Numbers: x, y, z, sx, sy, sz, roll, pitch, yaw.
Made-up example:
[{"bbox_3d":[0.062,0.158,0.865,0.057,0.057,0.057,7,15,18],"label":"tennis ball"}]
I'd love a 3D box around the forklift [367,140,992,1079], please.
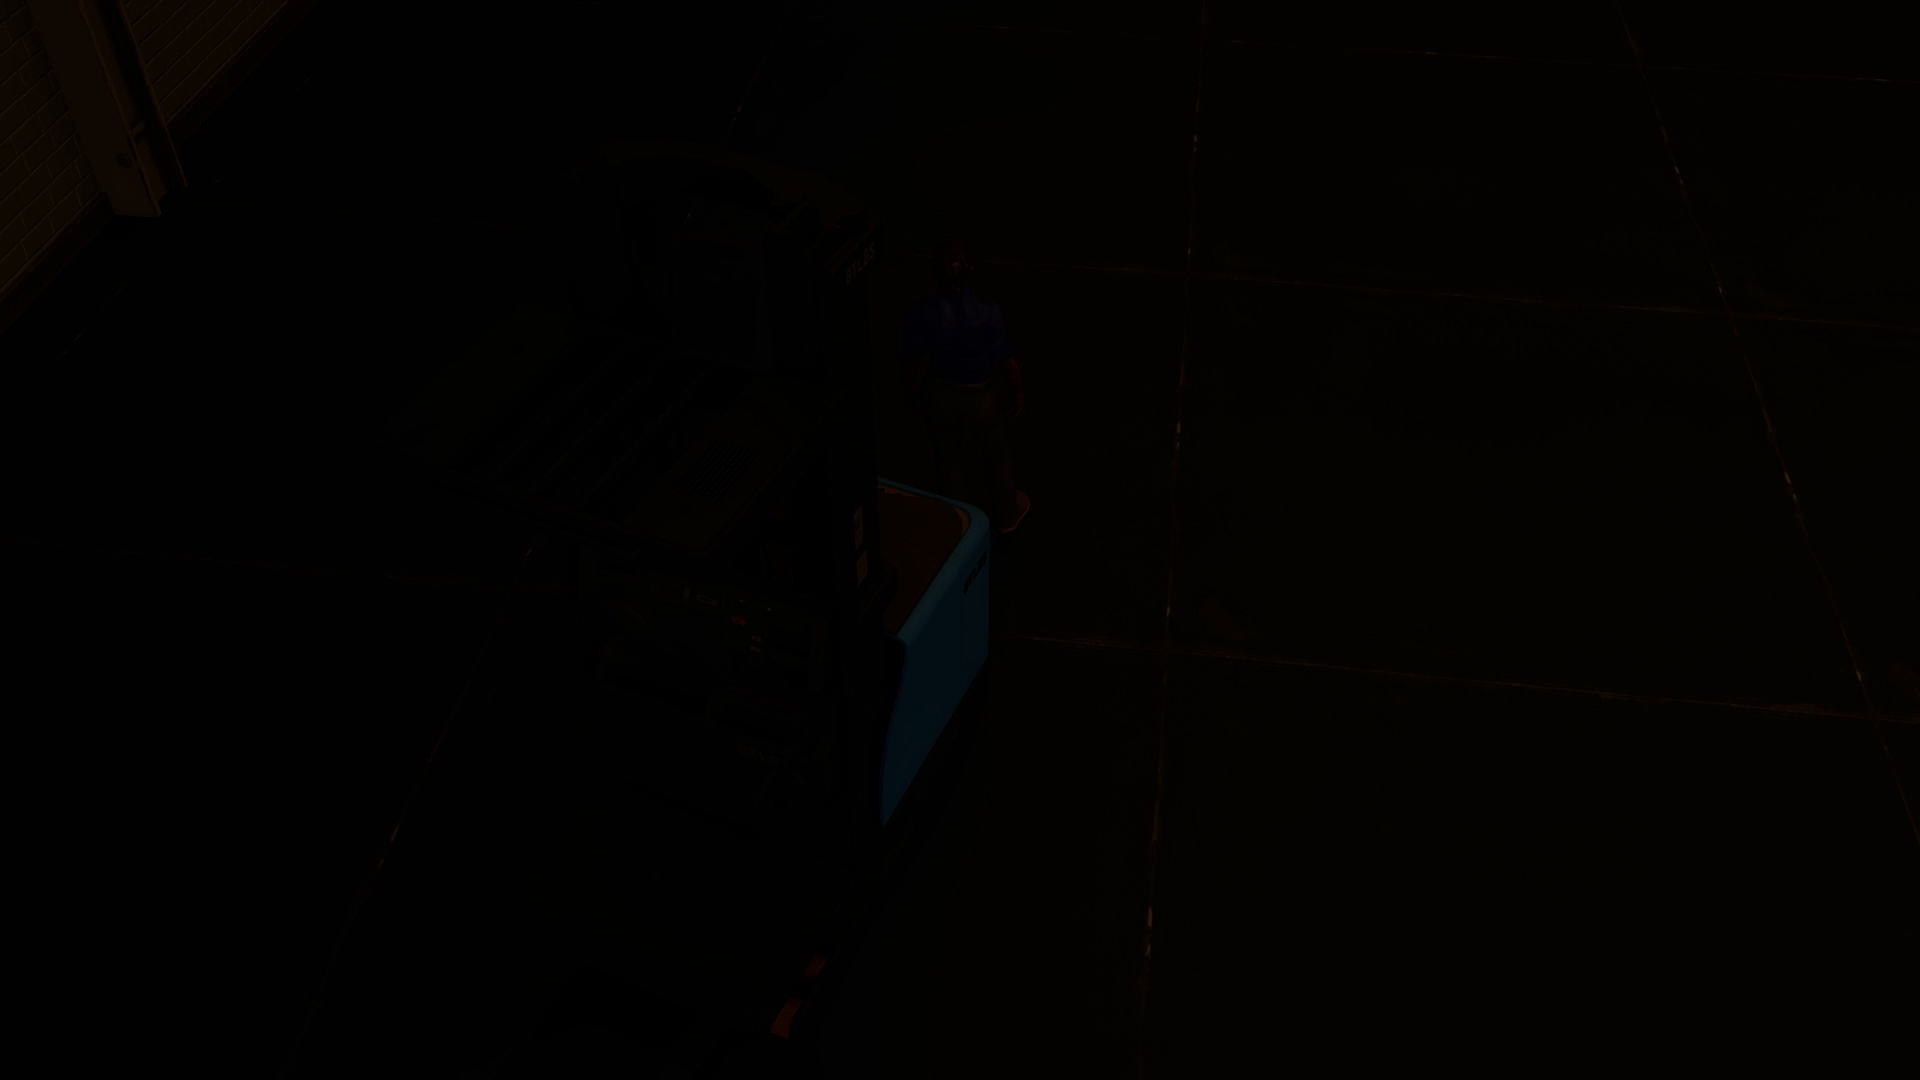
[{"bbox_3d":[-0.940,0.365,5.327,1.130,2.935,3.031,17,45,18],"label":"forklift"}]

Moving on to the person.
[{"bbox_3d":[0.031,-0.671,7.388,0.570,1.654,0.504,5,43,6],"label":"person"}]
